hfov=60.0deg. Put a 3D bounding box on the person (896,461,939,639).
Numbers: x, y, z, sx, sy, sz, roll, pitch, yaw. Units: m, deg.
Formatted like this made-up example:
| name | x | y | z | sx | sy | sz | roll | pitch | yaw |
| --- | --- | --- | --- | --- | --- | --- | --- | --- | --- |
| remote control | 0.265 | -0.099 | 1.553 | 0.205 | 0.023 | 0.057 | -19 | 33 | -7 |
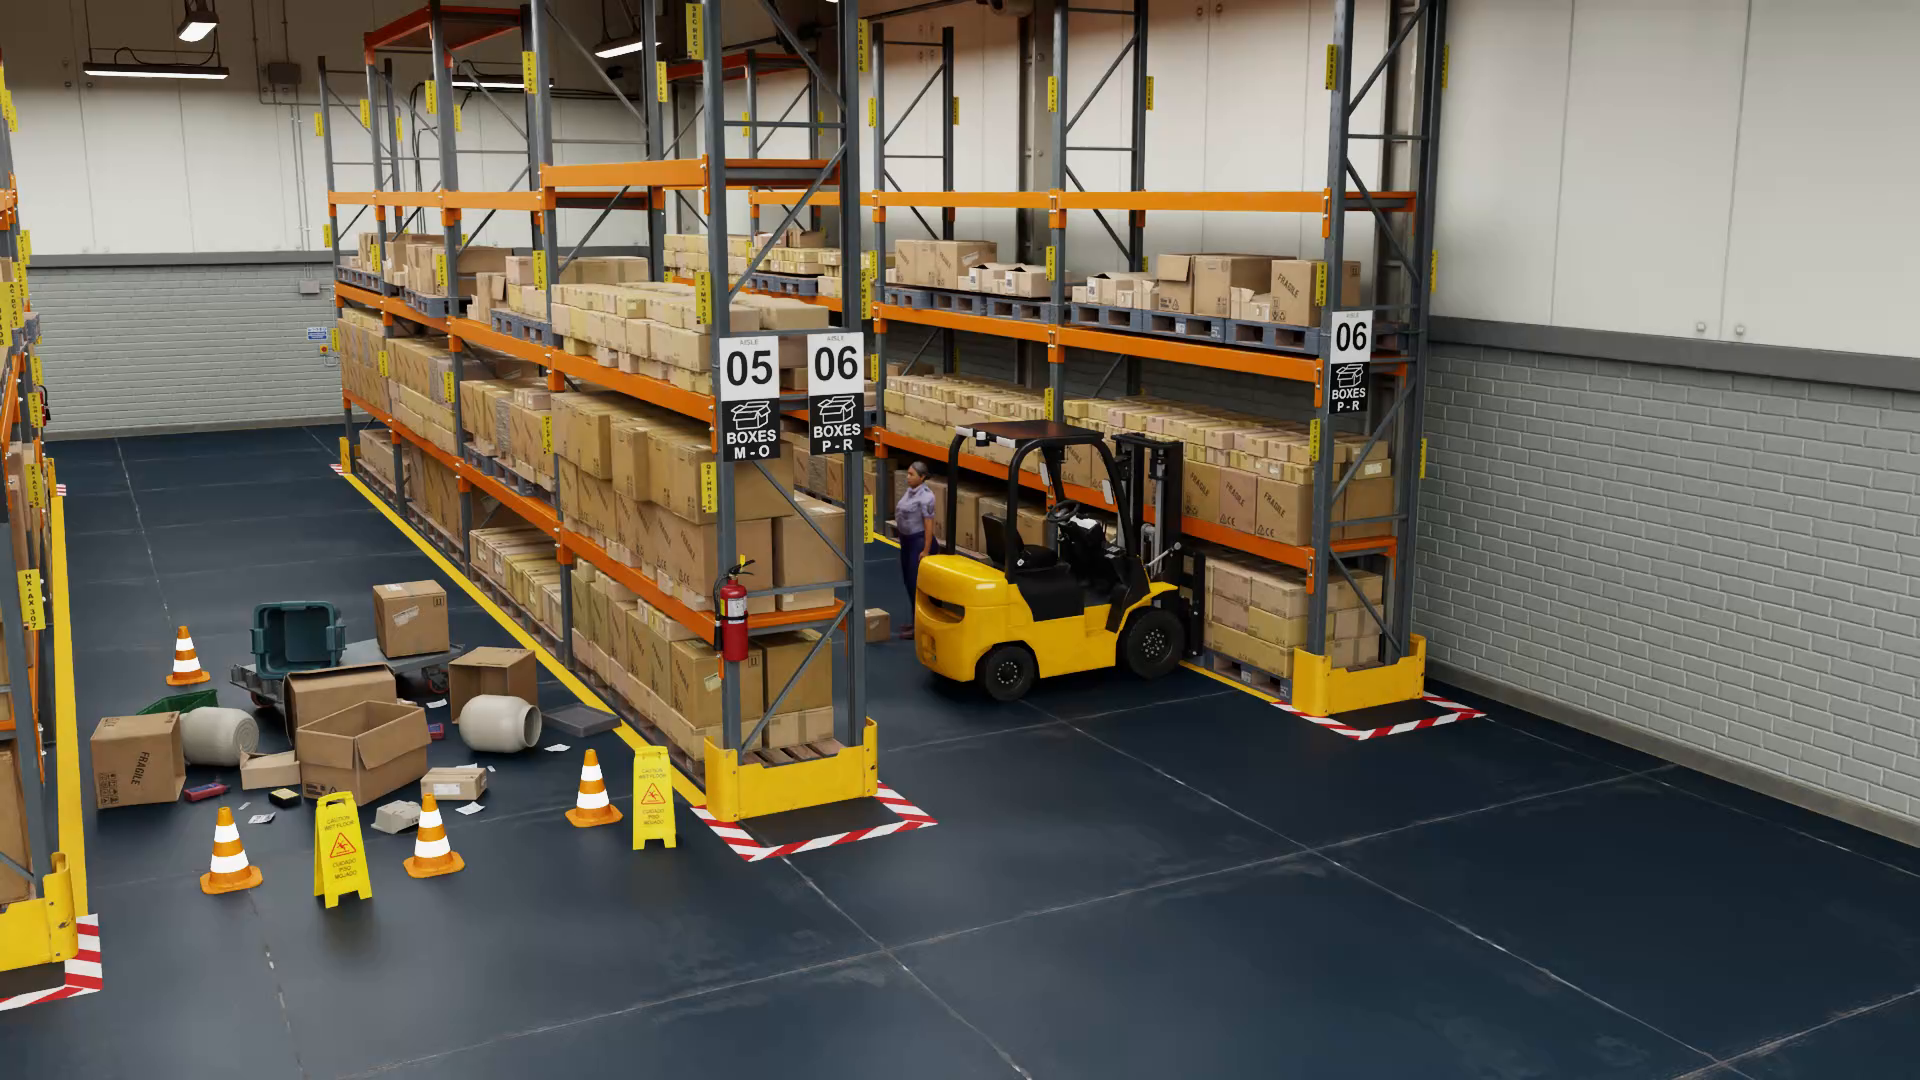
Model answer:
| name | x | y | z | sx | sy | sz | roll | pitch | yaw |
| --- | --- | --- | --- | --- | --- | --- | --- | --- | --- |
| person | -0.430 | 0.078 | 15.617 | 0.422 | 1.646 | 0.470 | -6 | 13 | -26 |
